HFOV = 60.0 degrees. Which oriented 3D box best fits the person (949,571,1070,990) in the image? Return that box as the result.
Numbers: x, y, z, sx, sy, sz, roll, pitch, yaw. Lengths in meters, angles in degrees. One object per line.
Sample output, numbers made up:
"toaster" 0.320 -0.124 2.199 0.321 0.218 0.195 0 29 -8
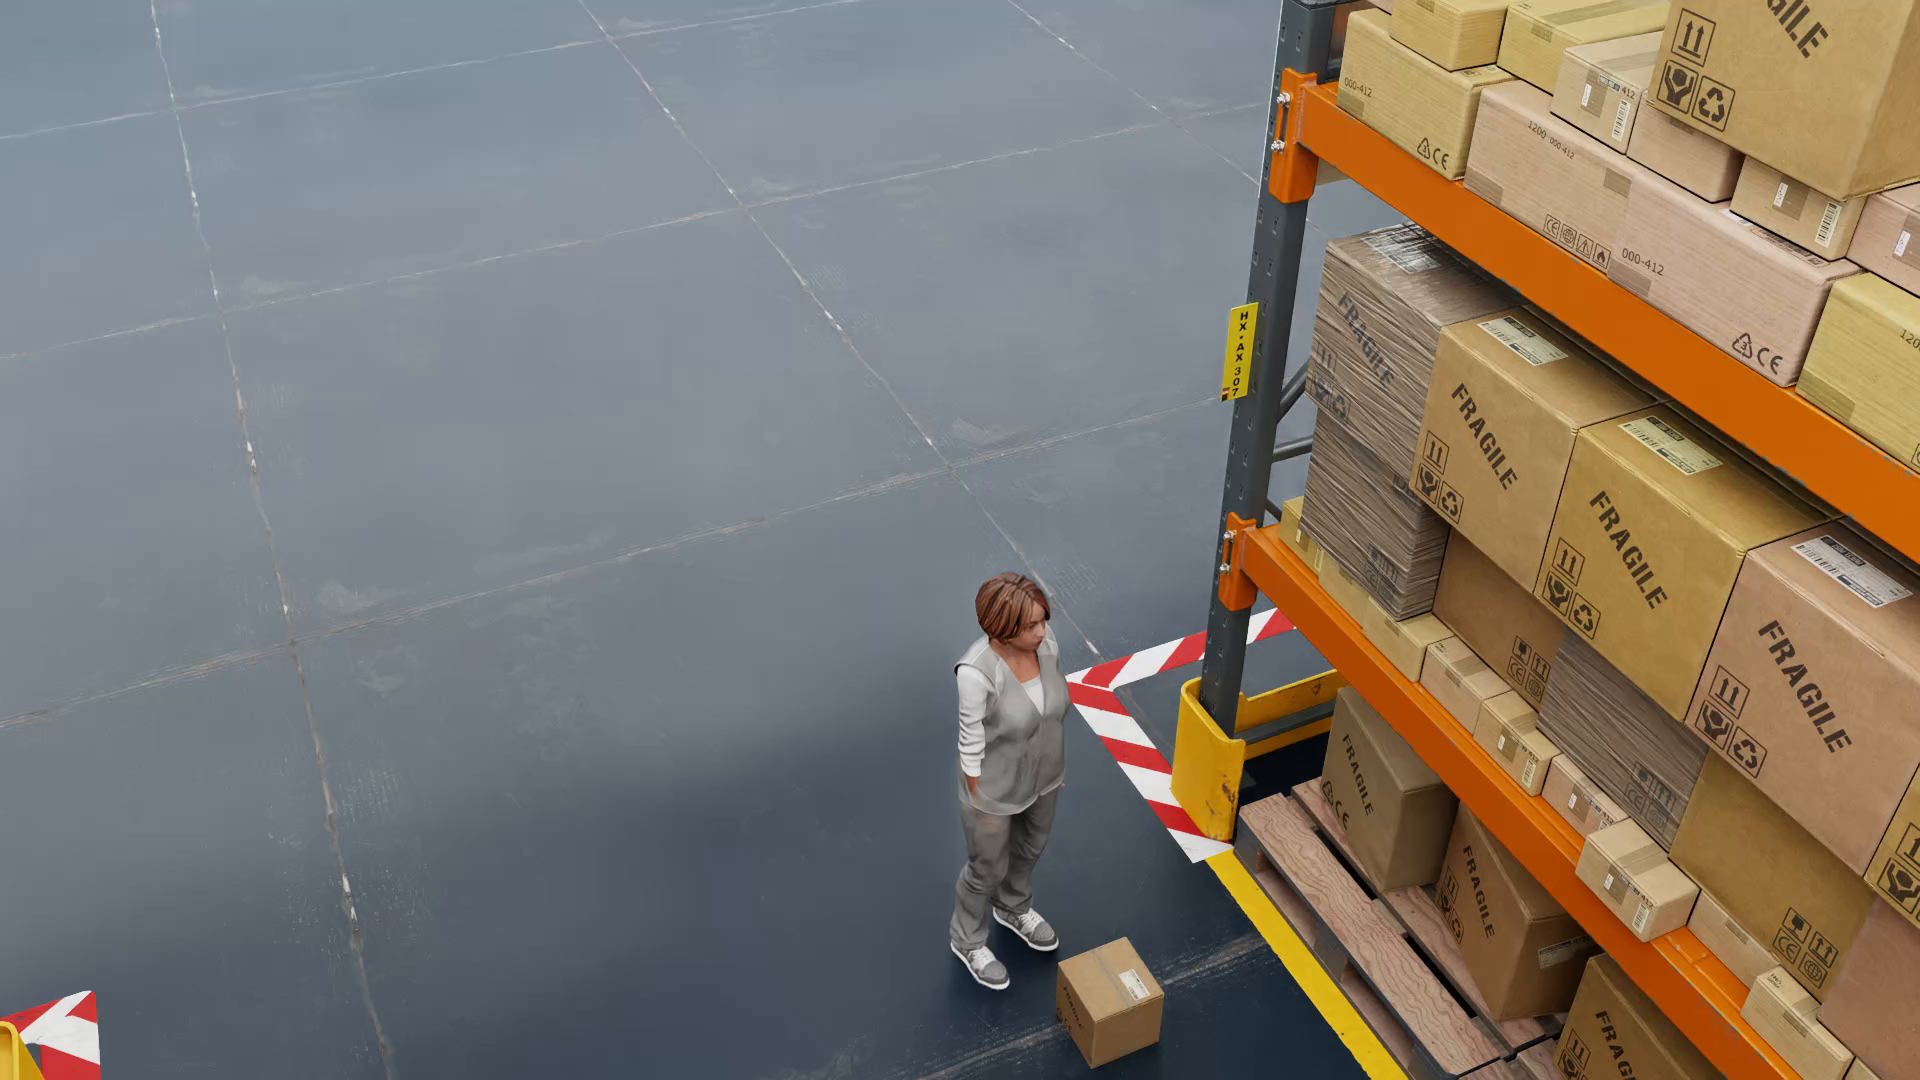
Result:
"person" 0.165 0.746 5.201 0.404 1.604 0.309 -30 47 -33
